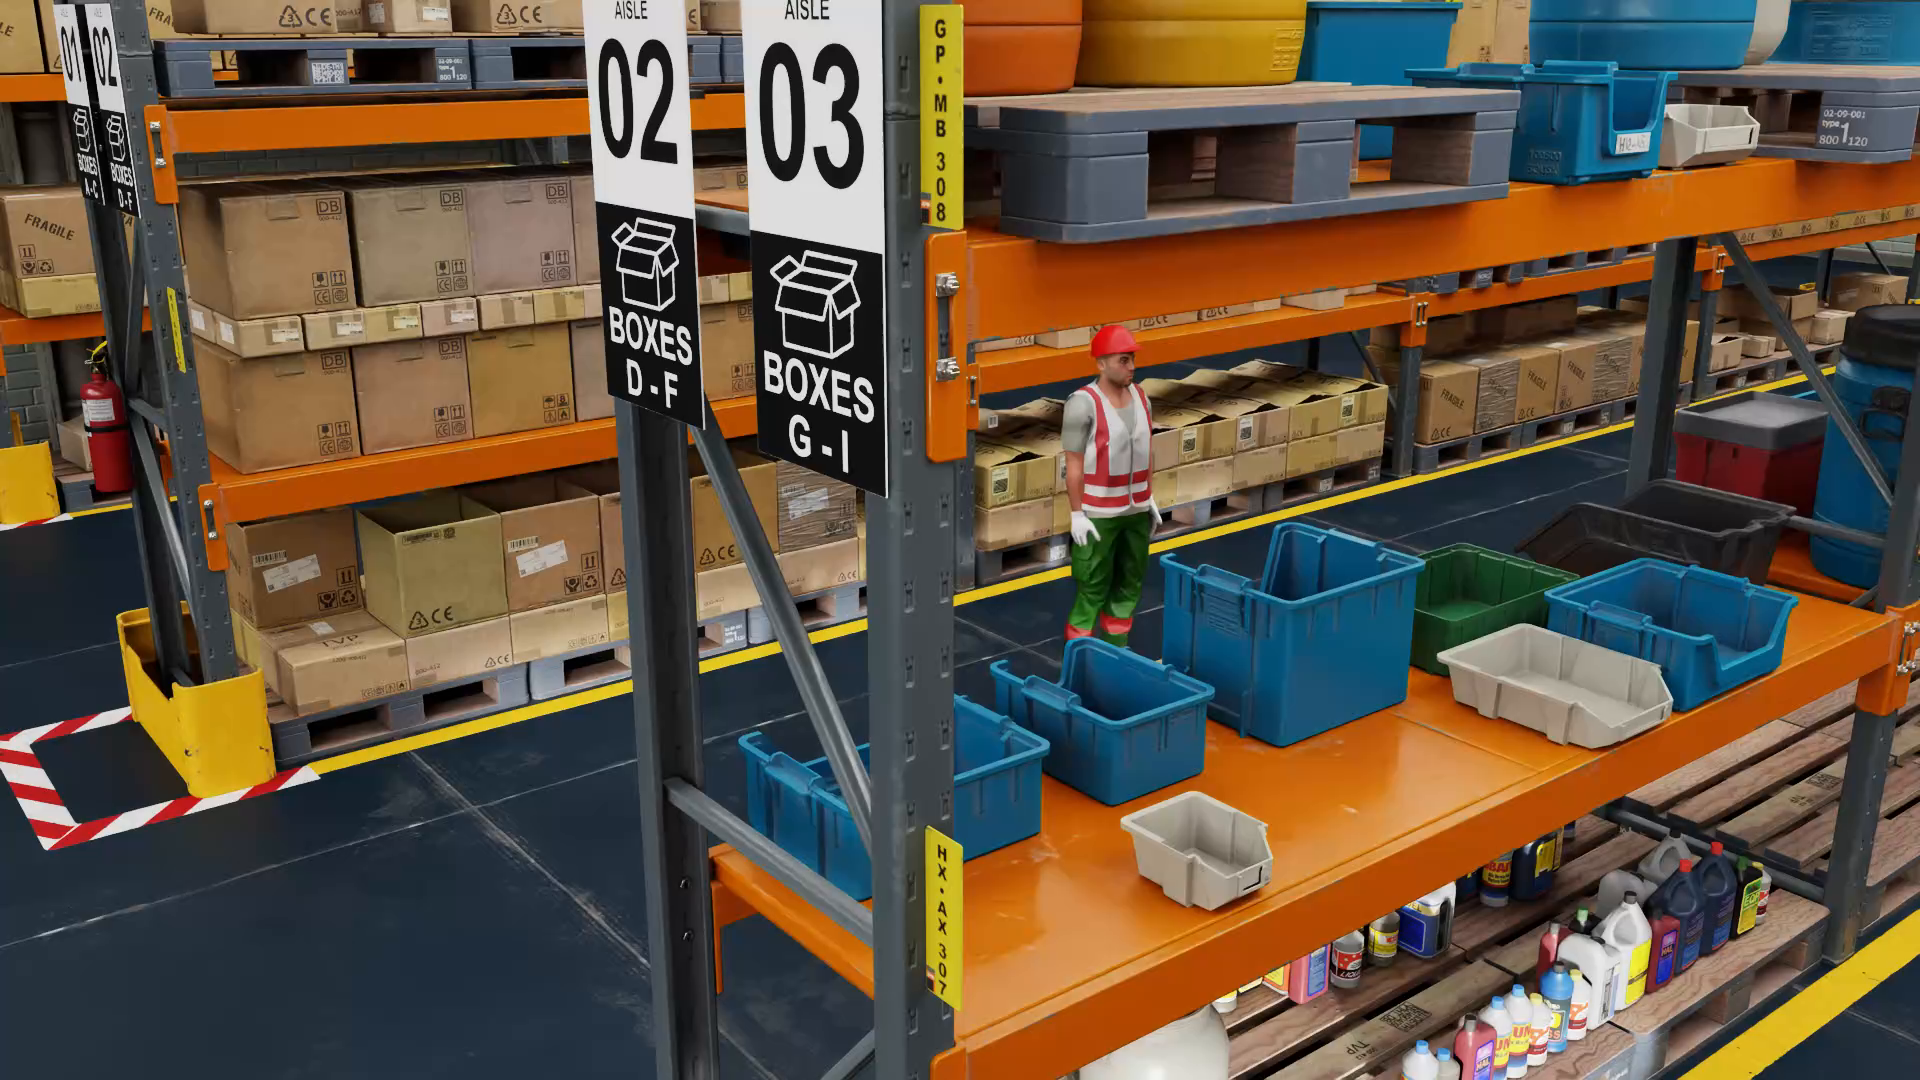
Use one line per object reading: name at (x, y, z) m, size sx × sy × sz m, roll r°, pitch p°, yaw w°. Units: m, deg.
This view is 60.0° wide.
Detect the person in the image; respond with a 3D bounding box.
person at (0.729, -0.135, 7.938) m, size 0.523 × 1.787 × 0.346 m, roll -13°, pitch 21°, yaw -35°
